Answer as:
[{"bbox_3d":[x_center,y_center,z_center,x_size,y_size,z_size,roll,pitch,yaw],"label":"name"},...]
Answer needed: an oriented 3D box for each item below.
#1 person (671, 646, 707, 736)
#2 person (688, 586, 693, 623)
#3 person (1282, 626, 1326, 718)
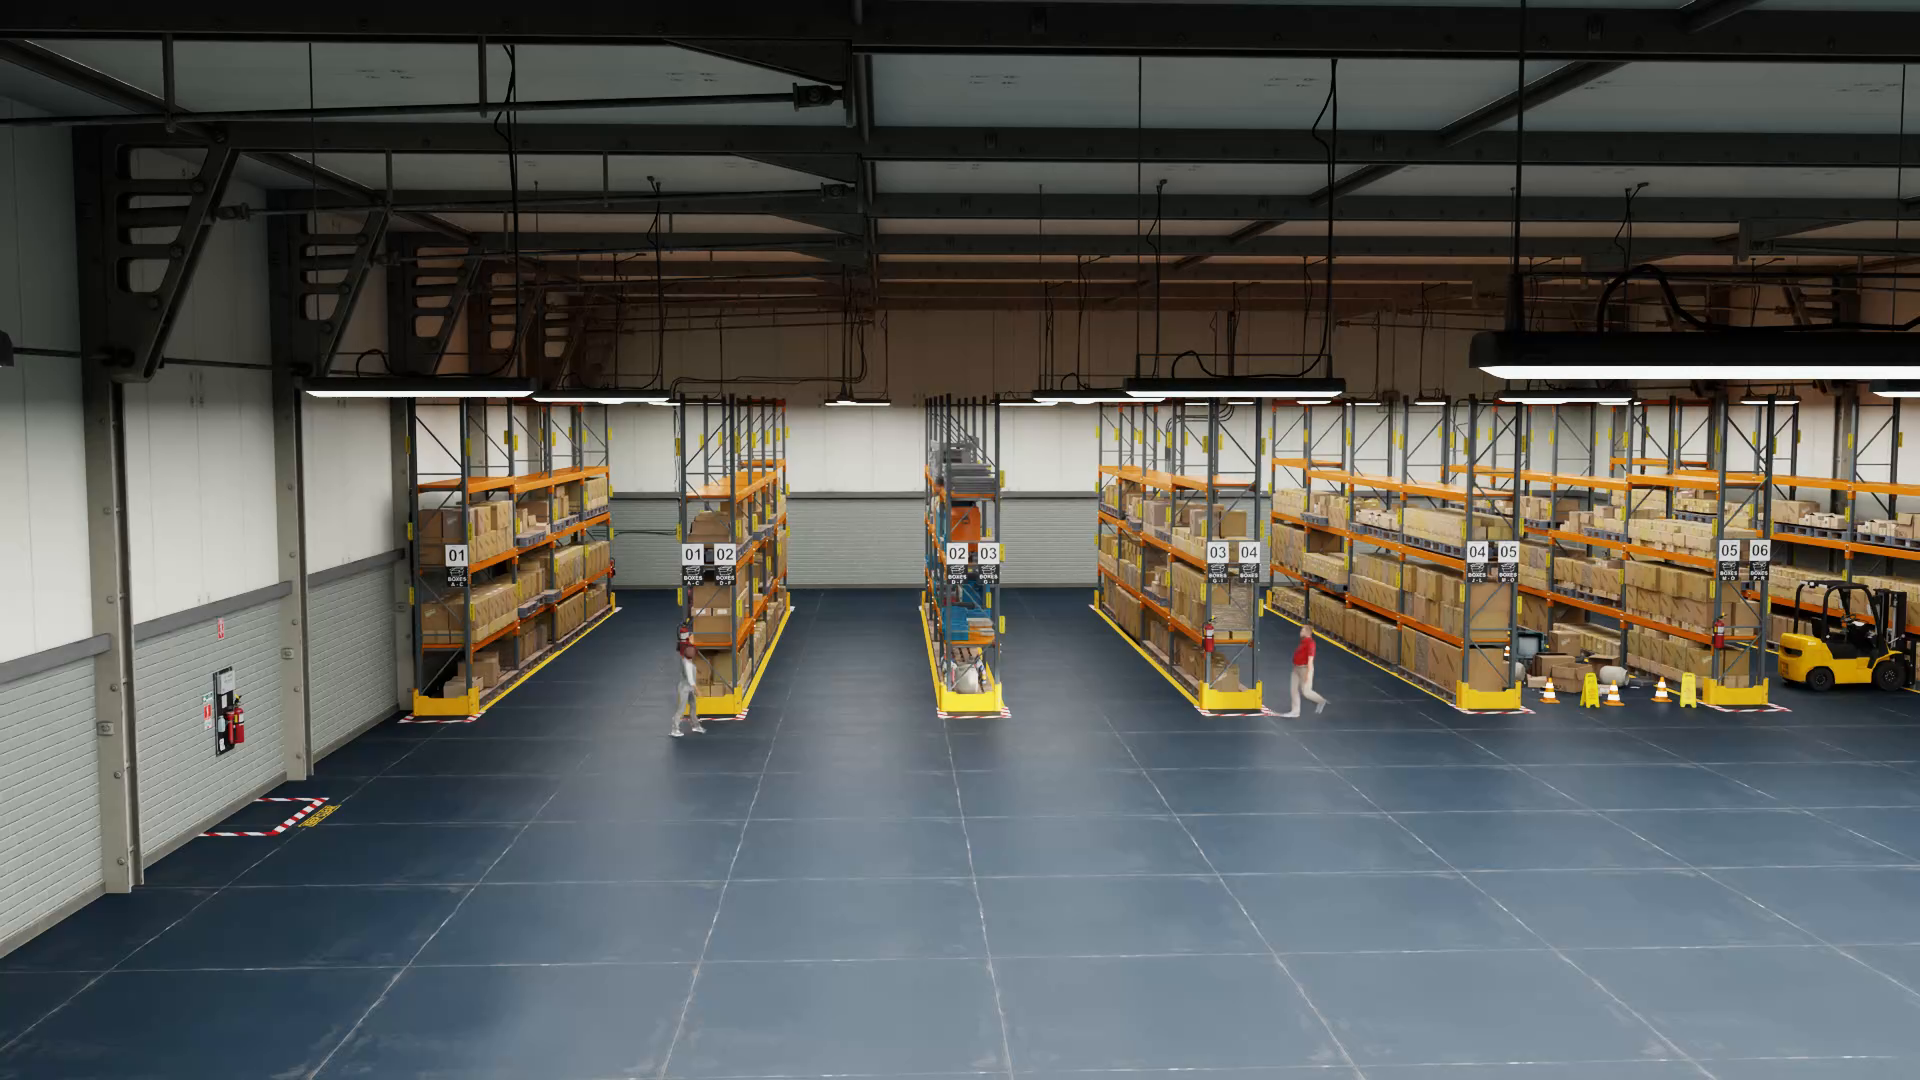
[{"bbox_3d":[-4.777,2.645,29.210,0.588,1.598,0.582,0,5,-2],"label":"person"},{"bbox_3d":[-7.142,1.349,44.570,0.507,1.736,0.560,1,5,11],"label":"person"},{"bbox_3d":[6.390,2.436,30.749,0.758,1.699,0.513,-3,5,-31],"label":"person"}]
